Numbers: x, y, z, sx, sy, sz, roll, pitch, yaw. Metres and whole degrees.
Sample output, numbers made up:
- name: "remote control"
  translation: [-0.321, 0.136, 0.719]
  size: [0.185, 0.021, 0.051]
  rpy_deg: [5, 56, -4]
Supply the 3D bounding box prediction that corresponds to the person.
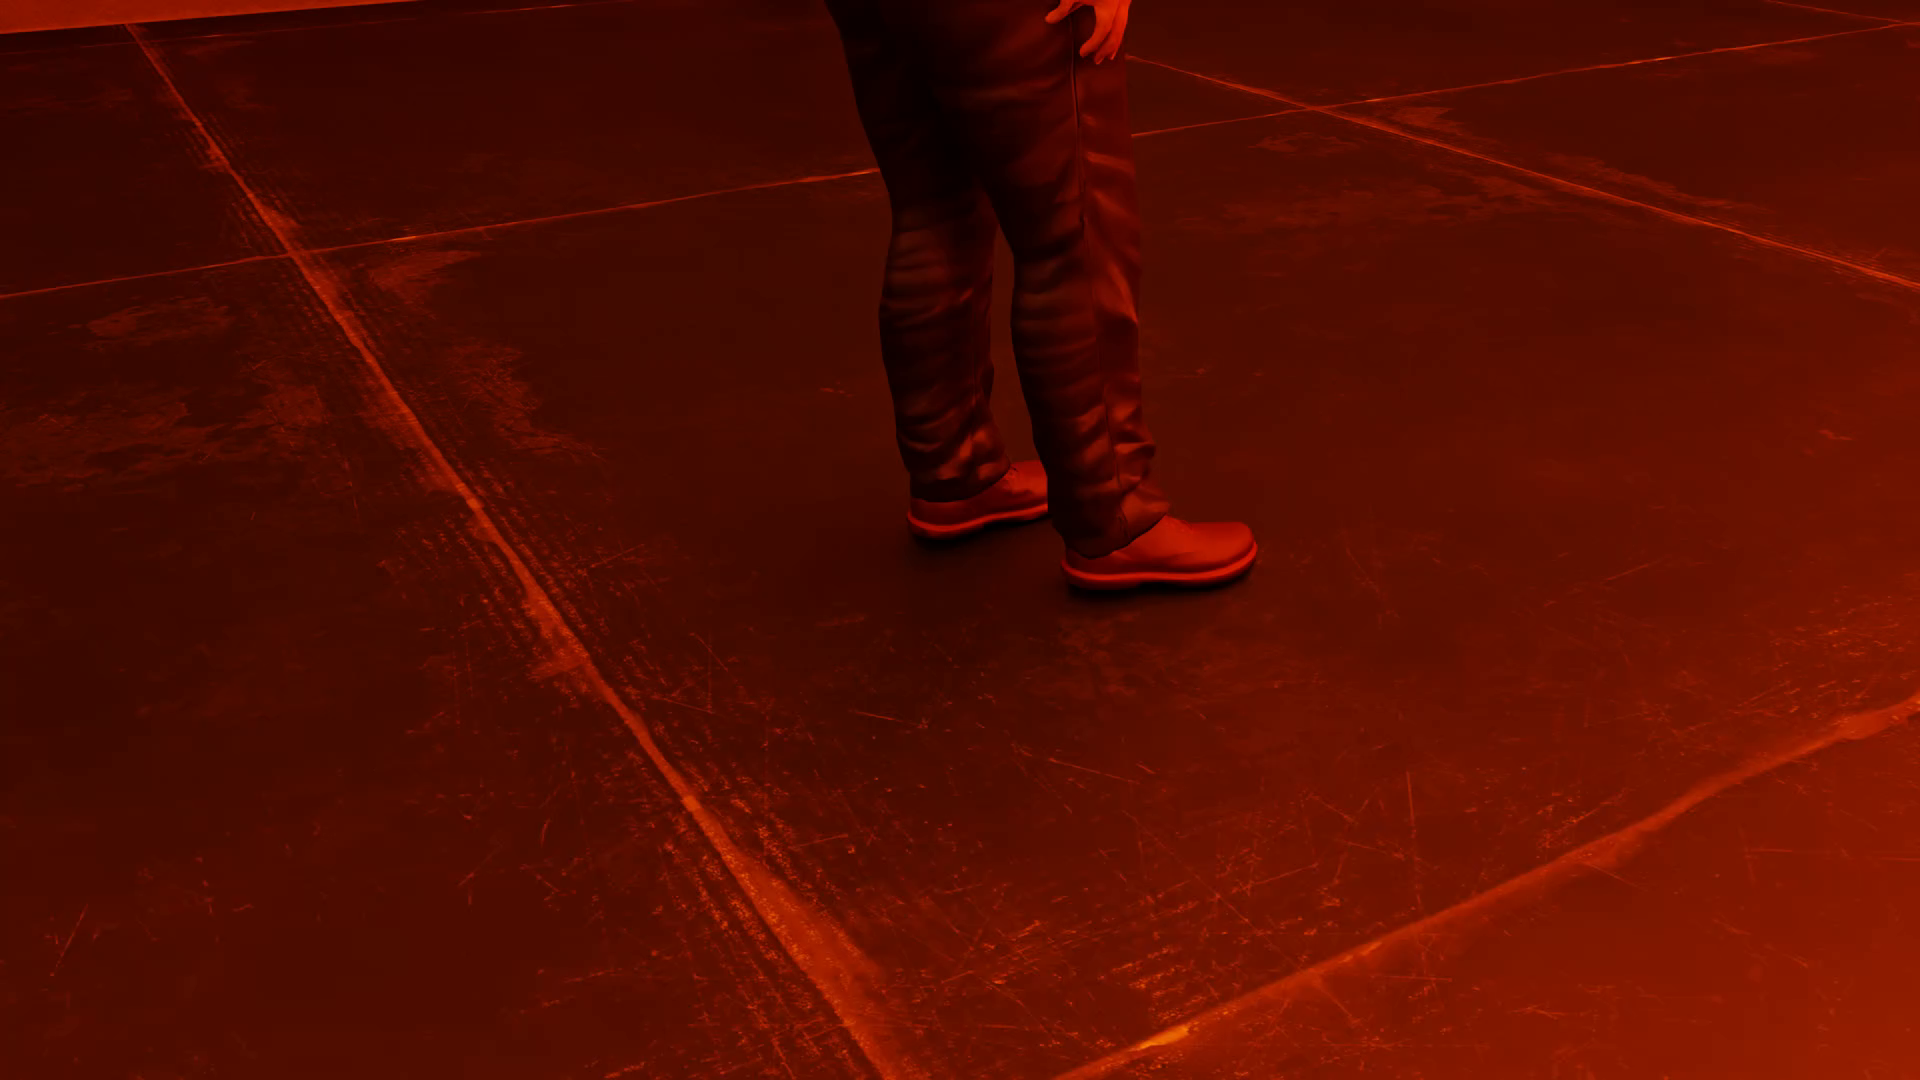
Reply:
- name: "person"
  translation: [0.089, -0.753, 2.146]
  size: [0.503, 1.650, 0.599]
  rpy_deg: [-15, 30, -26]
